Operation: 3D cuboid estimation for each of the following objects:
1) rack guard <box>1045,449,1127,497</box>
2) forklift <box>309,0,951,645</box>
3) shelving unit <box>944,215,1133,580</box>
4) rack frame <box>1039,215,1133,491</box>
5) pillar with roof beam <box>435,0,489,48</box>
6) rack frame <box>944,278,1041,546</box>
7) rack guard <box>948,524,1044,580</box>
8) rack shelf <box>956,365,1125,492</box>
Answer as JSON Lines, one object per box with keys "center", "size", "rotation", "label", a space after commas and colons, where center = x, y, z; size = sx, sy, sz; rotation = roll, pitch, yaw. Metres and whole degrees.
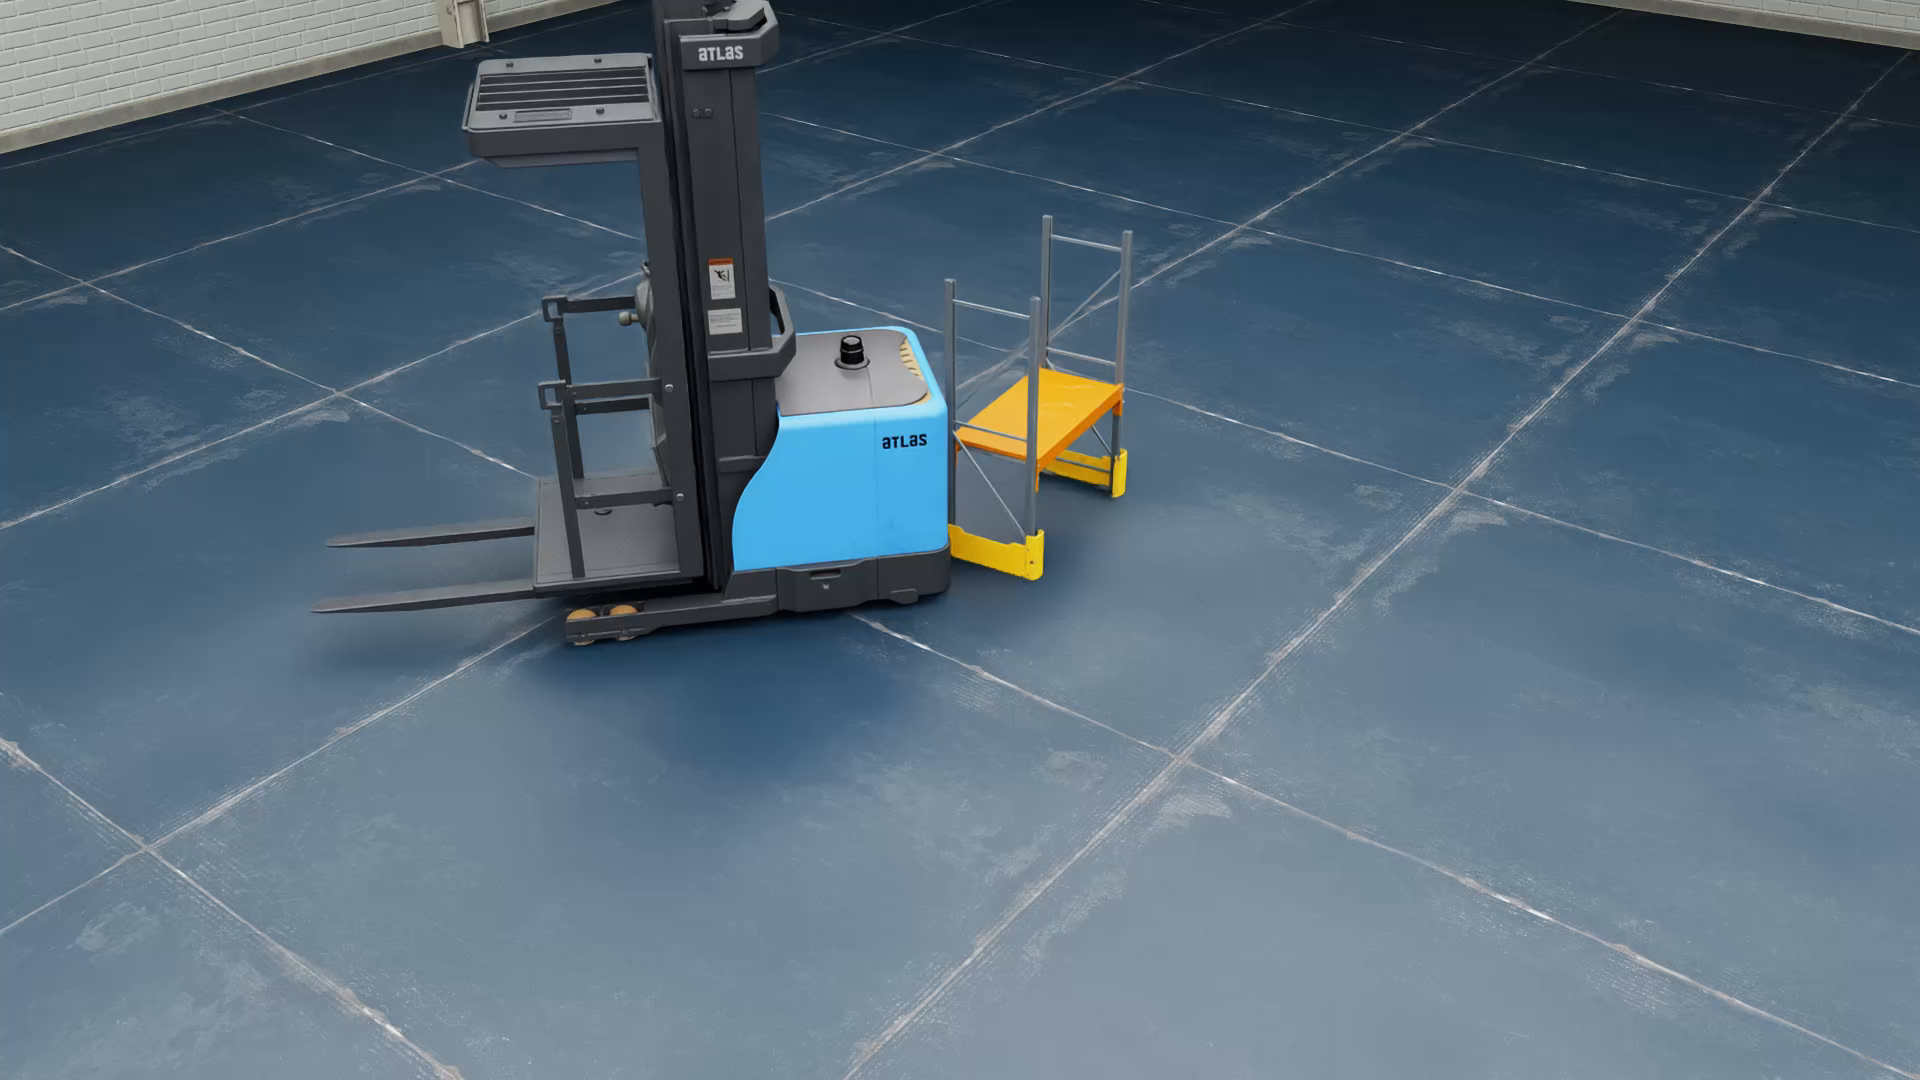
{"center": [0.644, -0.434, 9.237], "size": [0.587, 0.250, 0.087], "rotation": [16, 34, 25], "label": "rack guard"}
{"center": [-1.615, -1.056, 7.656], "size": [3.031, 2.935, 1.130], "rotation": [-6, 31, -10], "label": "forklift"}
{"center": [0.397, -0.751, 8.546], "size": [0.587, 1.500, 1.083], "rotation": [16, 34, 25], "label": "shelving unit"}
{"center": [0.653, -0.980, 8.933], "size": [0.500, 1.500, 0.032], "rotation": [16, 34, 25], "label": "rack frame"}
{"center": [-1.823, -7.836, 13.146], "size": [9.100, 9.000, 0.400], "rotation": [21, 37, 31], "label": "pillar with roof beam"}
{"center": [0.150, -0.530, 8.173], "size": [0.500, 1.500, 0.032], "rotation": [16, 34, 25], "label": "rack frame"}
{"center": [0.151, 0.007, 8.493], "size": [0.587, 0.250, 0.087], "rotation": [16, 34, 25], "label": "rack guard"}
{"center": [0.402, -0.600, 8.645], "size": [0.538, 0.185, 1.000], "rotation": [16, 34, 25], "label": "rack shelf"}
